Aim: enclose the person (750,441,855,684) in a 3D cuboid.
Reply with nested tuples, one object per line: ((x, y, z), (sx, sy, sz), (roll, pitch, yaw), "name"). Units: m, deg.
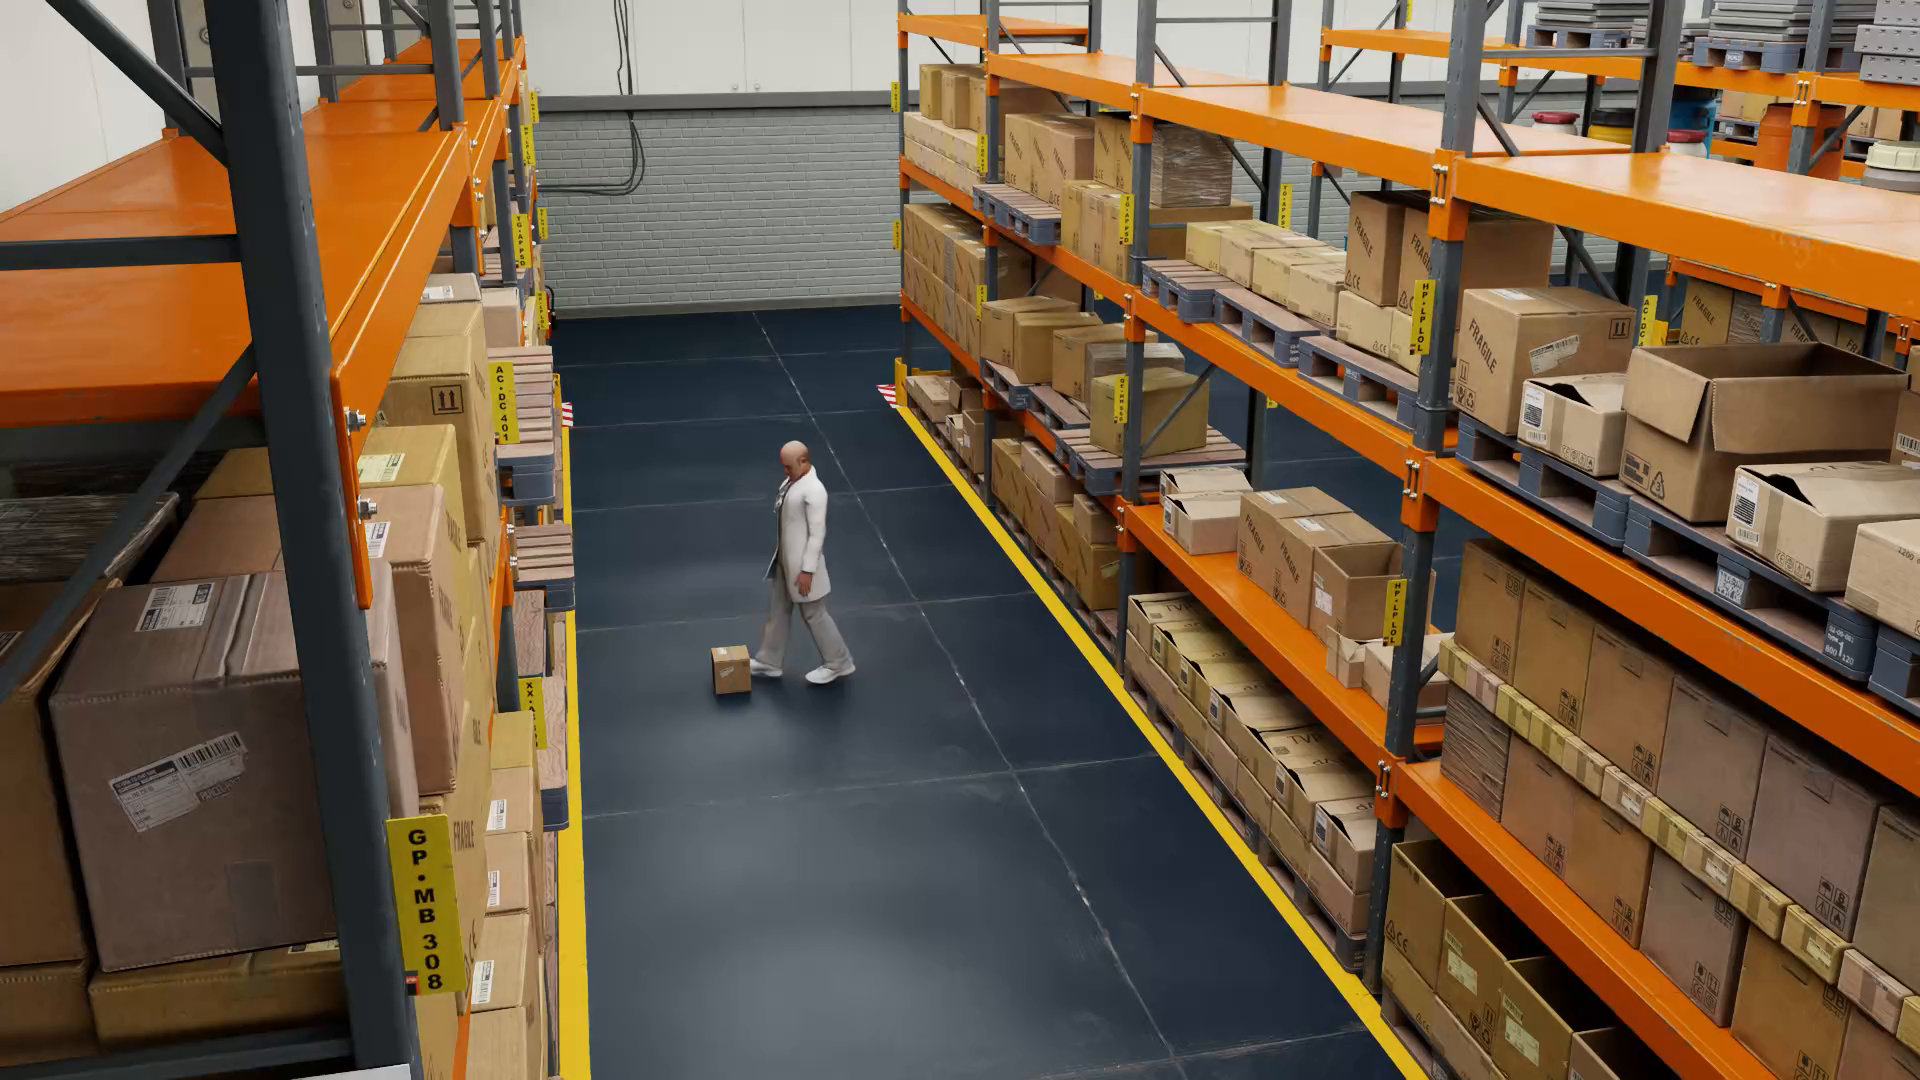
((-1.178, 0.248, 11.635), (0.840, 1.571, 0.635), (-7, 21, -20), "person")
